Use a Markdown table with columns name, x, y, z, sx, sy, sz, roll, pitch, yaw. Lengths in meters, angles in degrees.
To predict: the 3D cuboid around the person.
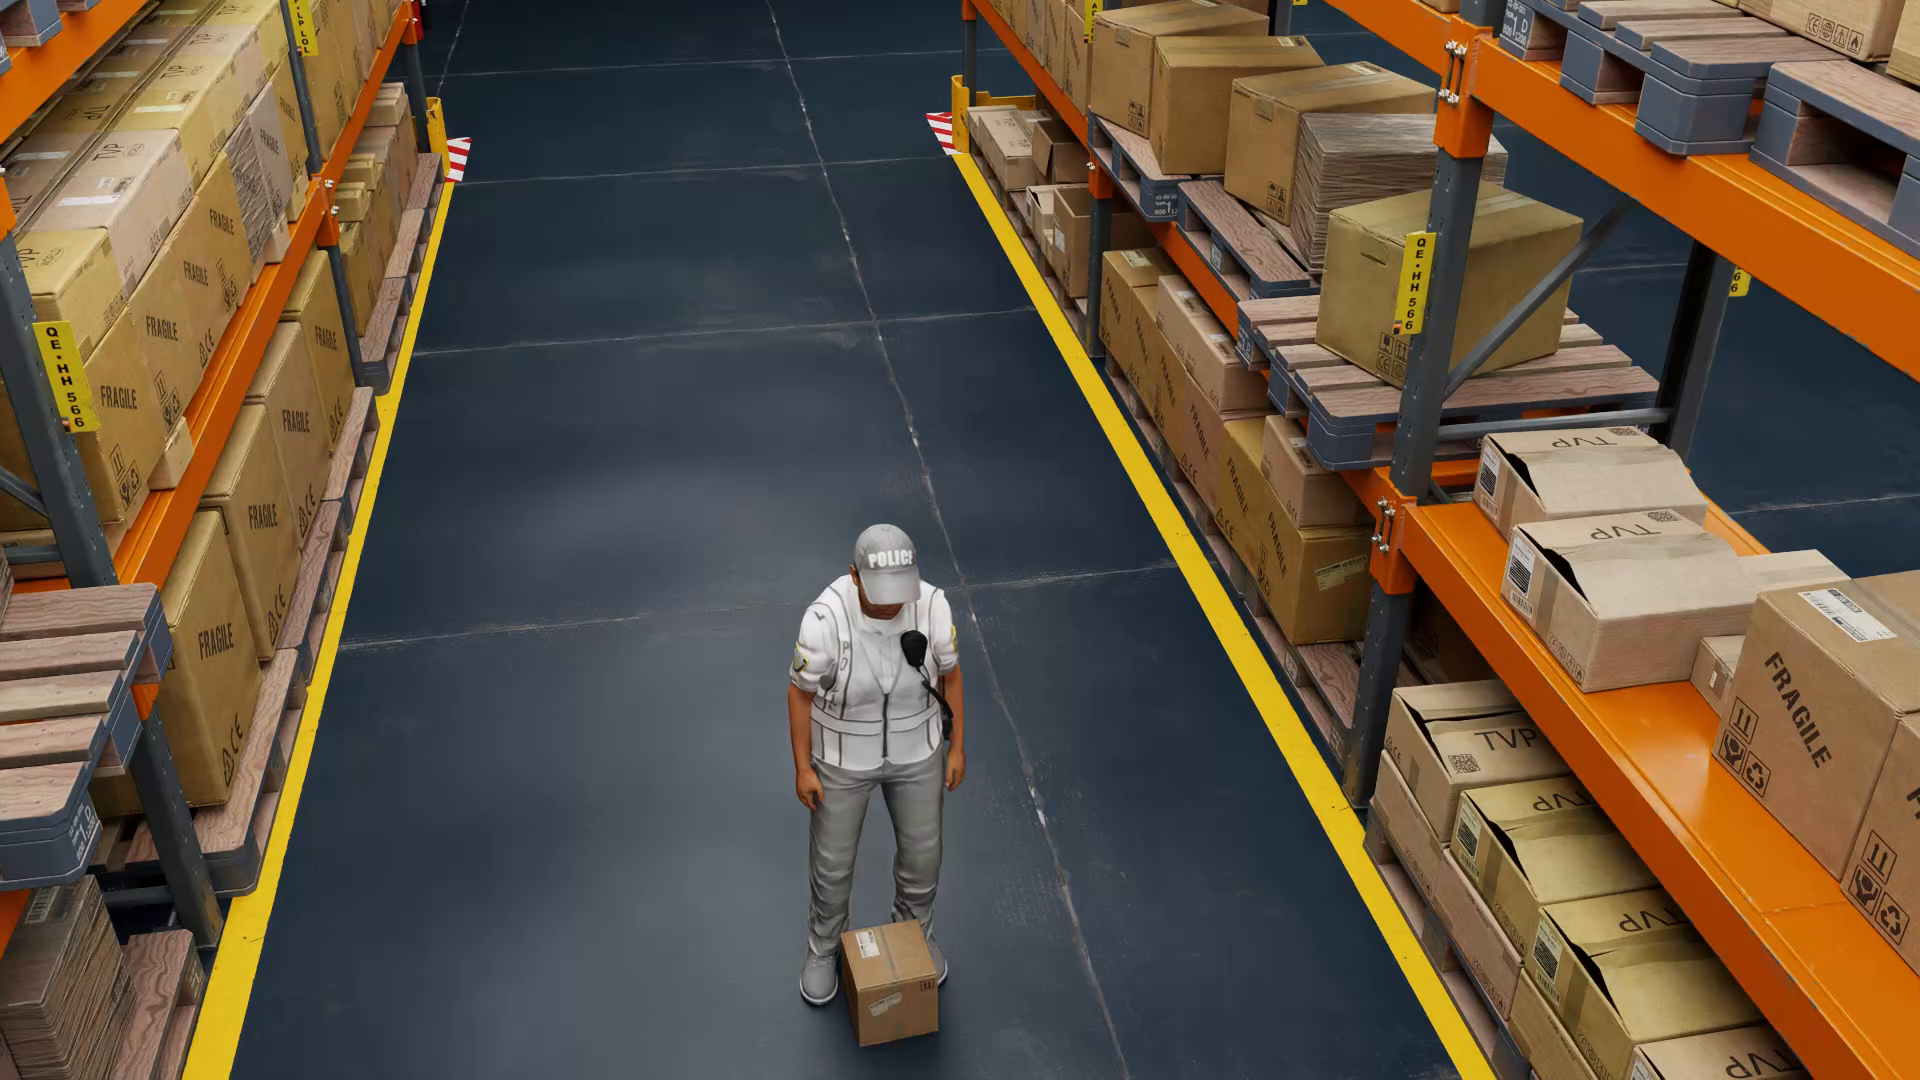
| name | x | y | z | sx | sy | sz | roll | pitch | yaw |
| --- | --- | --- | --- | --- | --- | --- | --- | --- | --- |
| person | -0.254 | 0.663 | 5.016 | 0.563 | 1.667 | 0.463 | -7 | 32 | -11 |
